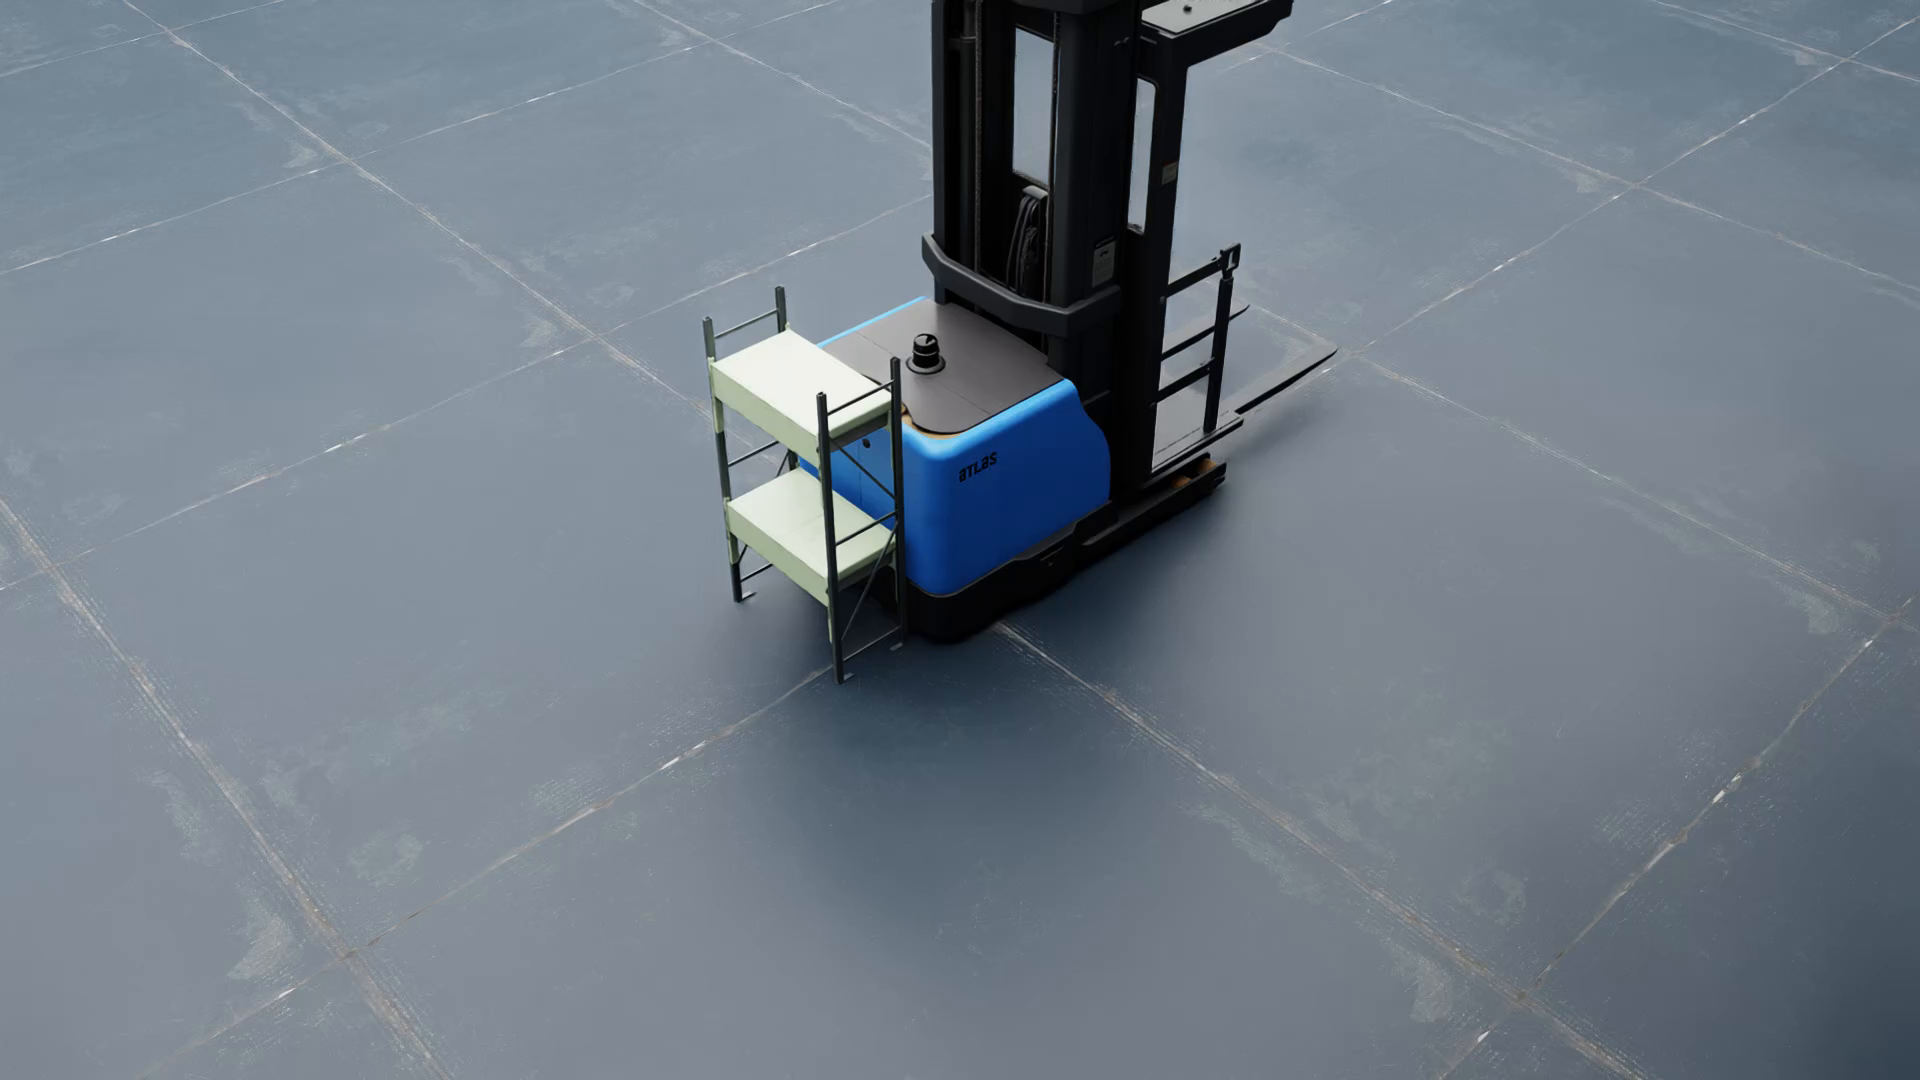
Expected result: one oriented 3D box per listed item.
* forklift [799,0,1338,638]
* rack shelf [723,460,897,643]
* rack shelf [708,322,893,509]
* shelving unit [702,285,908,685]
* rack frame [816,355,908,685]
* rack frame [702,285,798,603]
[{"bbox_3d":[0.678,-1.509,7.494,3.031,2.935,1.130,-30,48,-32],"label":"forklift"},{"bbox_3d":[-0.634,0.039,7.235,0.431,0.370,0.720,-30,48,-32],"label":"rack shelf"},{"bbox_3d":[-0.634,-0.518,6.785,0.431,0.370,0.720,-30,48,-32],"label":"rack shelf"},{"bbox_3d":[-0.634,-0.215,7.030,0.431,1.500,0.755,-30,48,-32],"label":"shelving unit"},{"bbox_3d":[-0.387,-0.045,6.820,0.400,1.500,0.023,-30,48,-32],"label":"rack frame"},{"bbox_3d":[-0.880,-0.384,7.240,0.400,1.500,0.023,-30,48,-32],"label":"rack frame"}]
